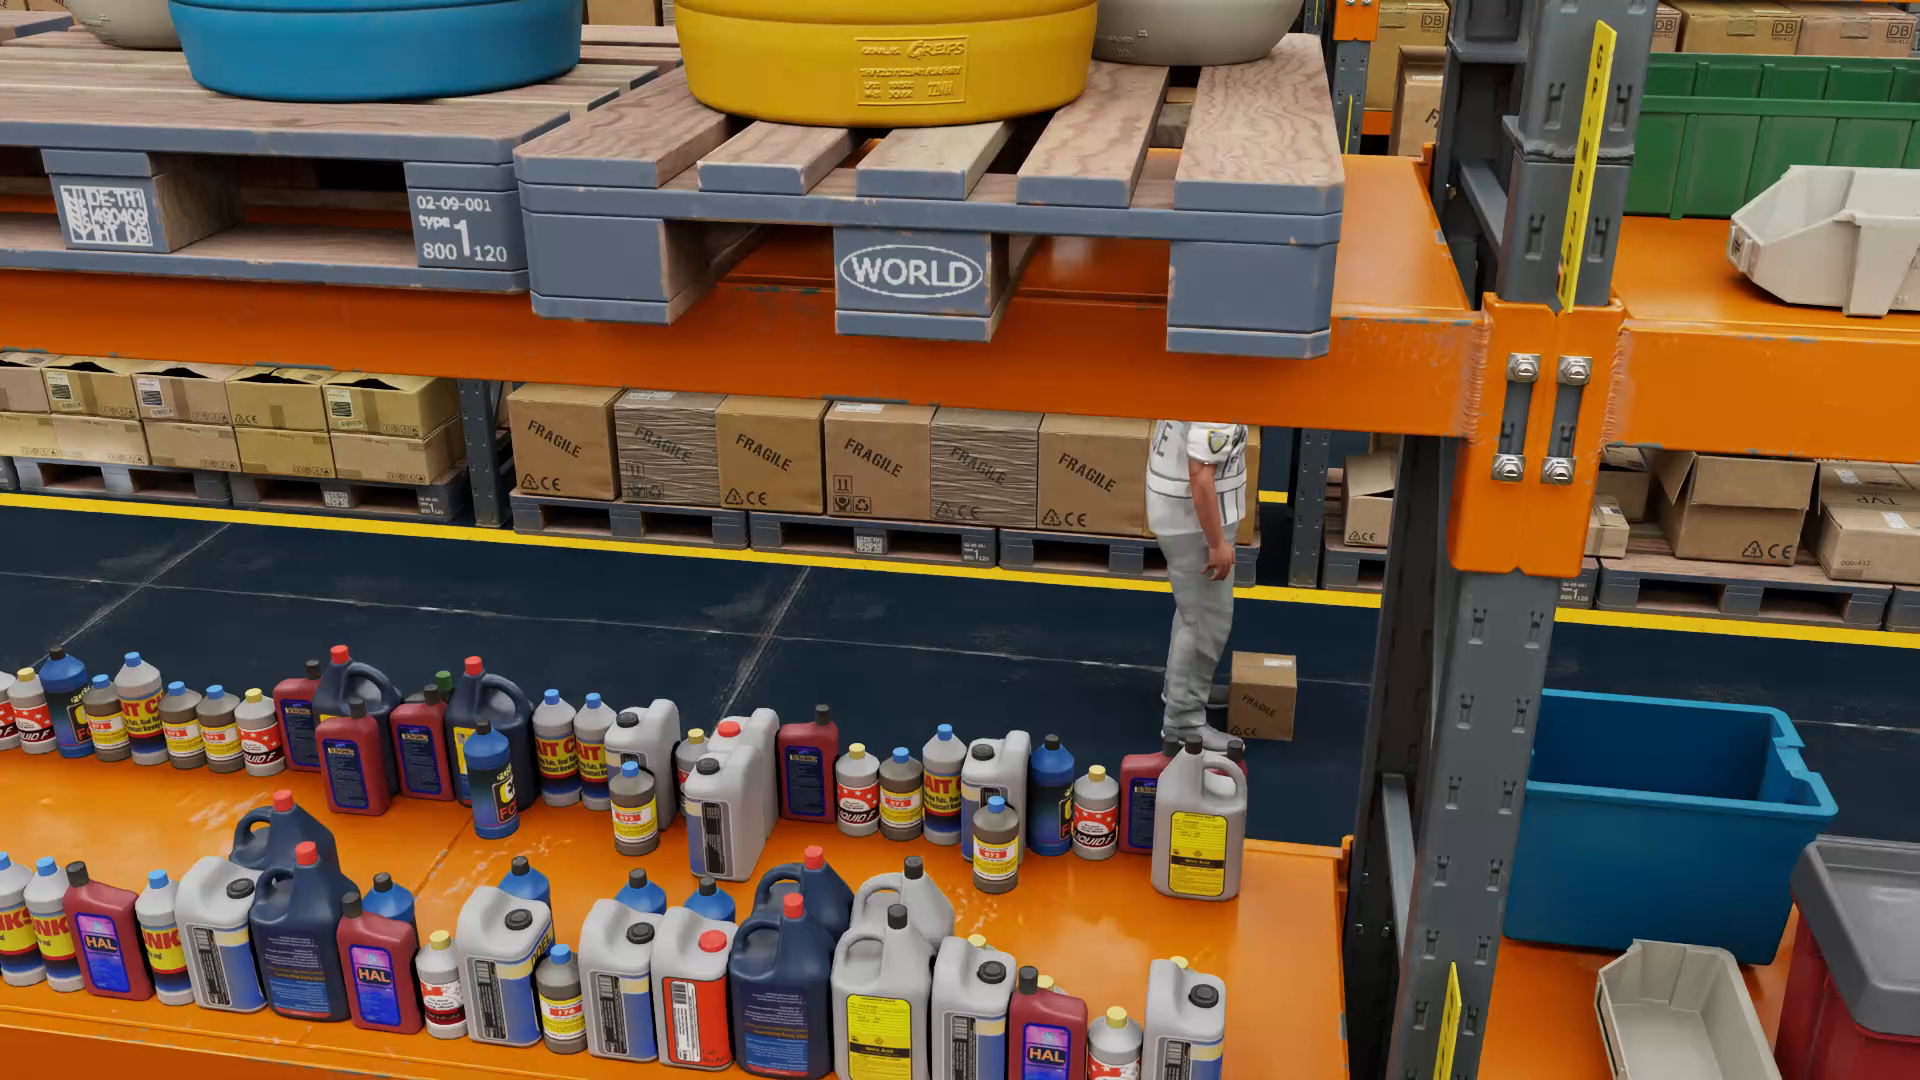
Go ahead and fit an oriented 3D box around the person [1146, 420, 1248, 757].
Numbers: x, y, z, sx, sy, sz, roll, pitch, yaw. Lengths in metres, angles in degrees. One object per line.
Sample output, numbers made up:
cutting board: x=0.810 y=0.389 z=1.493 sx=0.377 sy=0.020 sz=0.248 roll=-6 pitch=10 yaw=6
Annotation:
person: x=0.916 y=-0.085 z=6.281 sx=0.435 sy=1.748 sz=0.606 roll=3 pitch=25 yaw=5
